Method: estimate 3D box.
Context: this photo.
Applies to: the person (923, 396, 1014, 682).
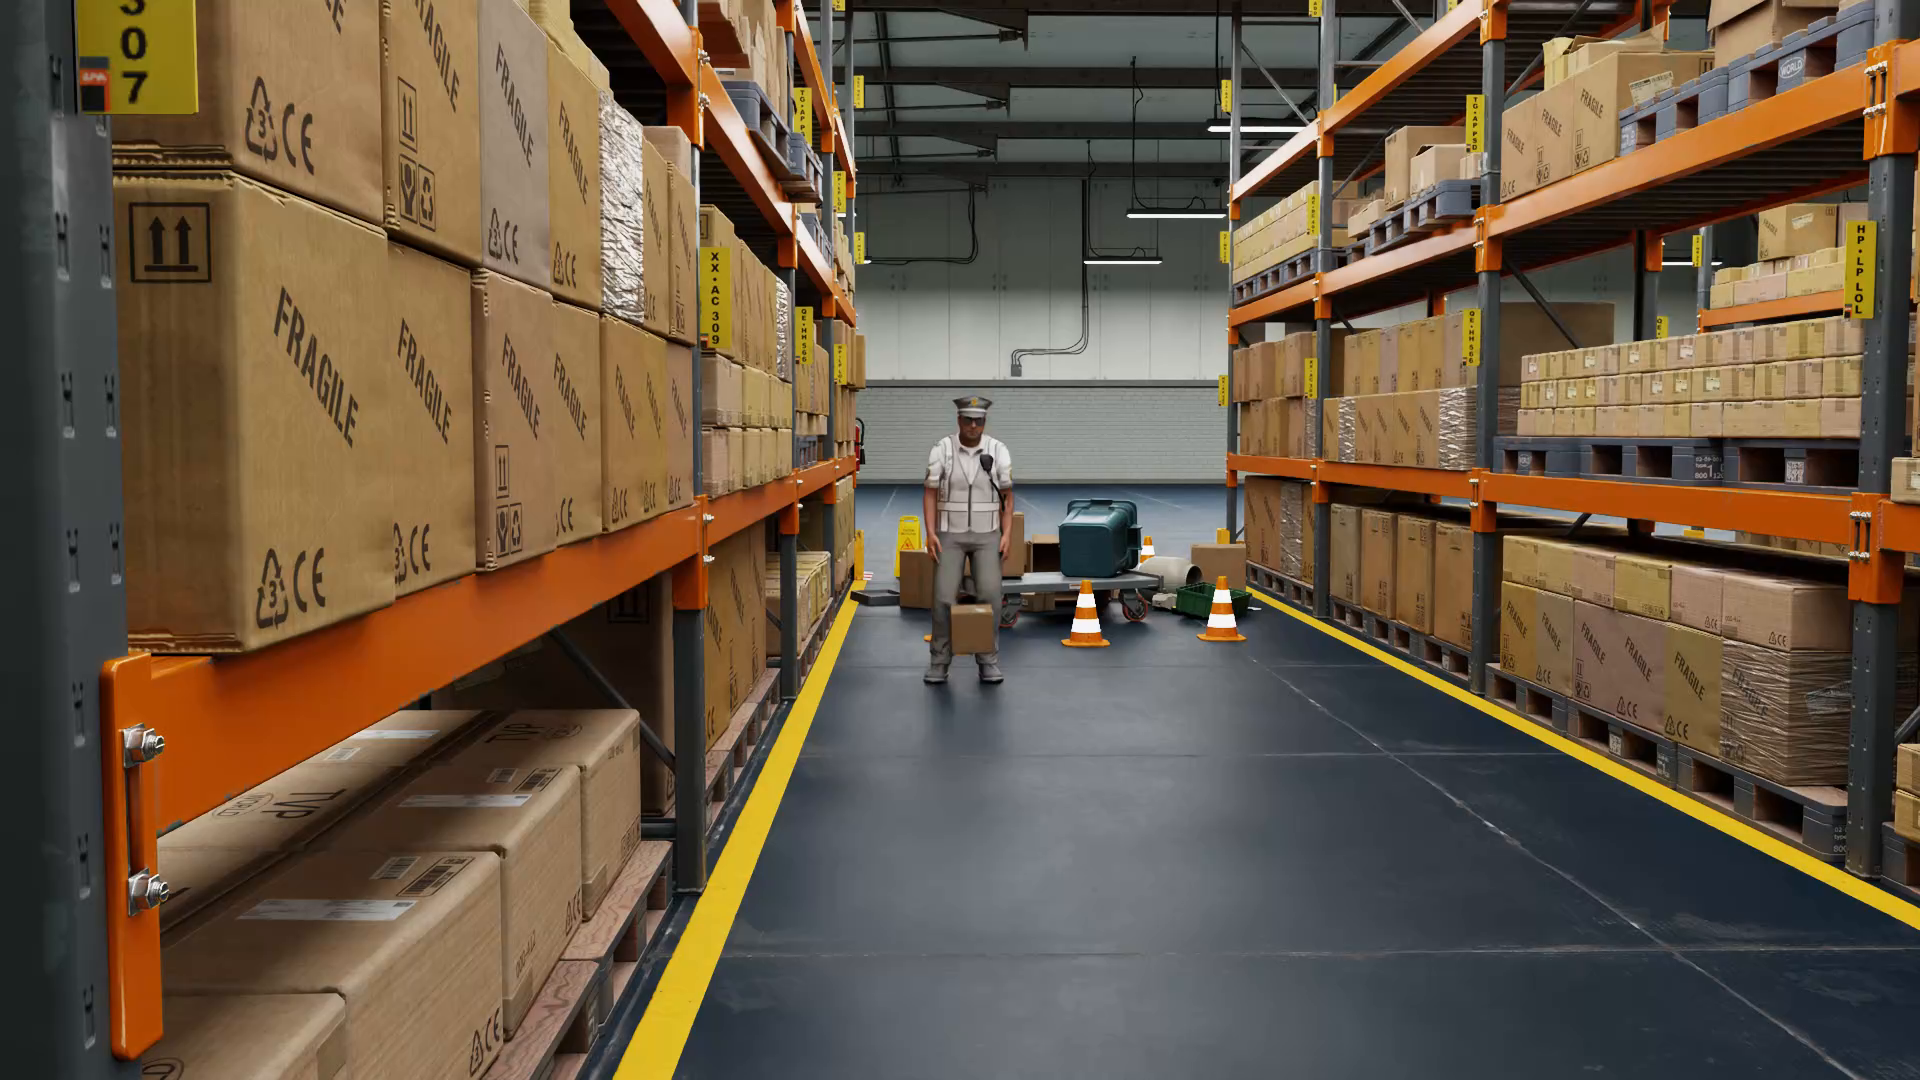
[{"bbox_3d":[0.052,-0.010,10.299,0.568,1.751,0.434,0,4,-3],"label":"person"}]
